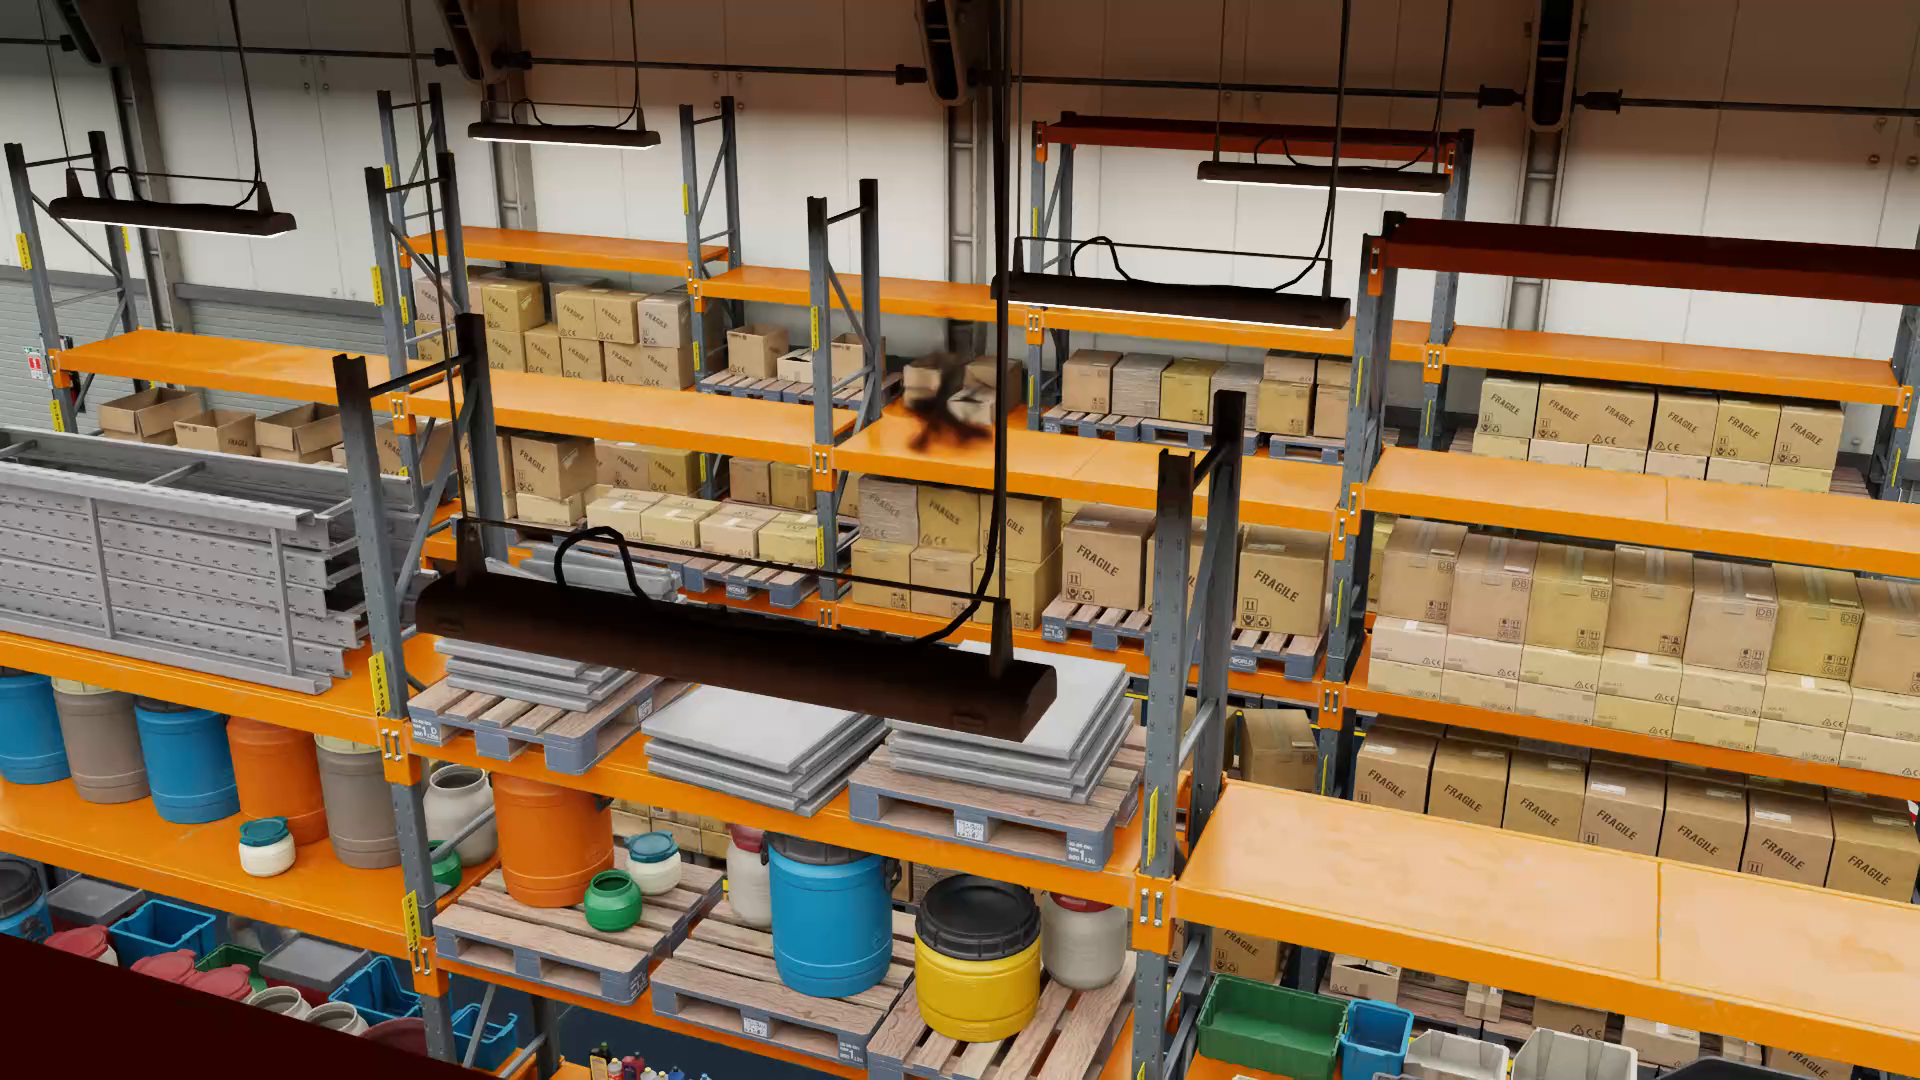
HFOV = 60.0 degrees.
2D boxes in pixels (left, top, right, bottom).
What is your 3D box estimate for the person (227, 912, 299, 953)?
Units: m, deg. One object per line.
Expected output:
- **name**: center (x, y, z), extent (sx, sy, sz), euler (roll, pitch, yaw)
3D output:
- **person**: center (-5.408, 2.736, 12.934), extent (0.725, 1.718, 0.592), euler (6, 22, 16)
